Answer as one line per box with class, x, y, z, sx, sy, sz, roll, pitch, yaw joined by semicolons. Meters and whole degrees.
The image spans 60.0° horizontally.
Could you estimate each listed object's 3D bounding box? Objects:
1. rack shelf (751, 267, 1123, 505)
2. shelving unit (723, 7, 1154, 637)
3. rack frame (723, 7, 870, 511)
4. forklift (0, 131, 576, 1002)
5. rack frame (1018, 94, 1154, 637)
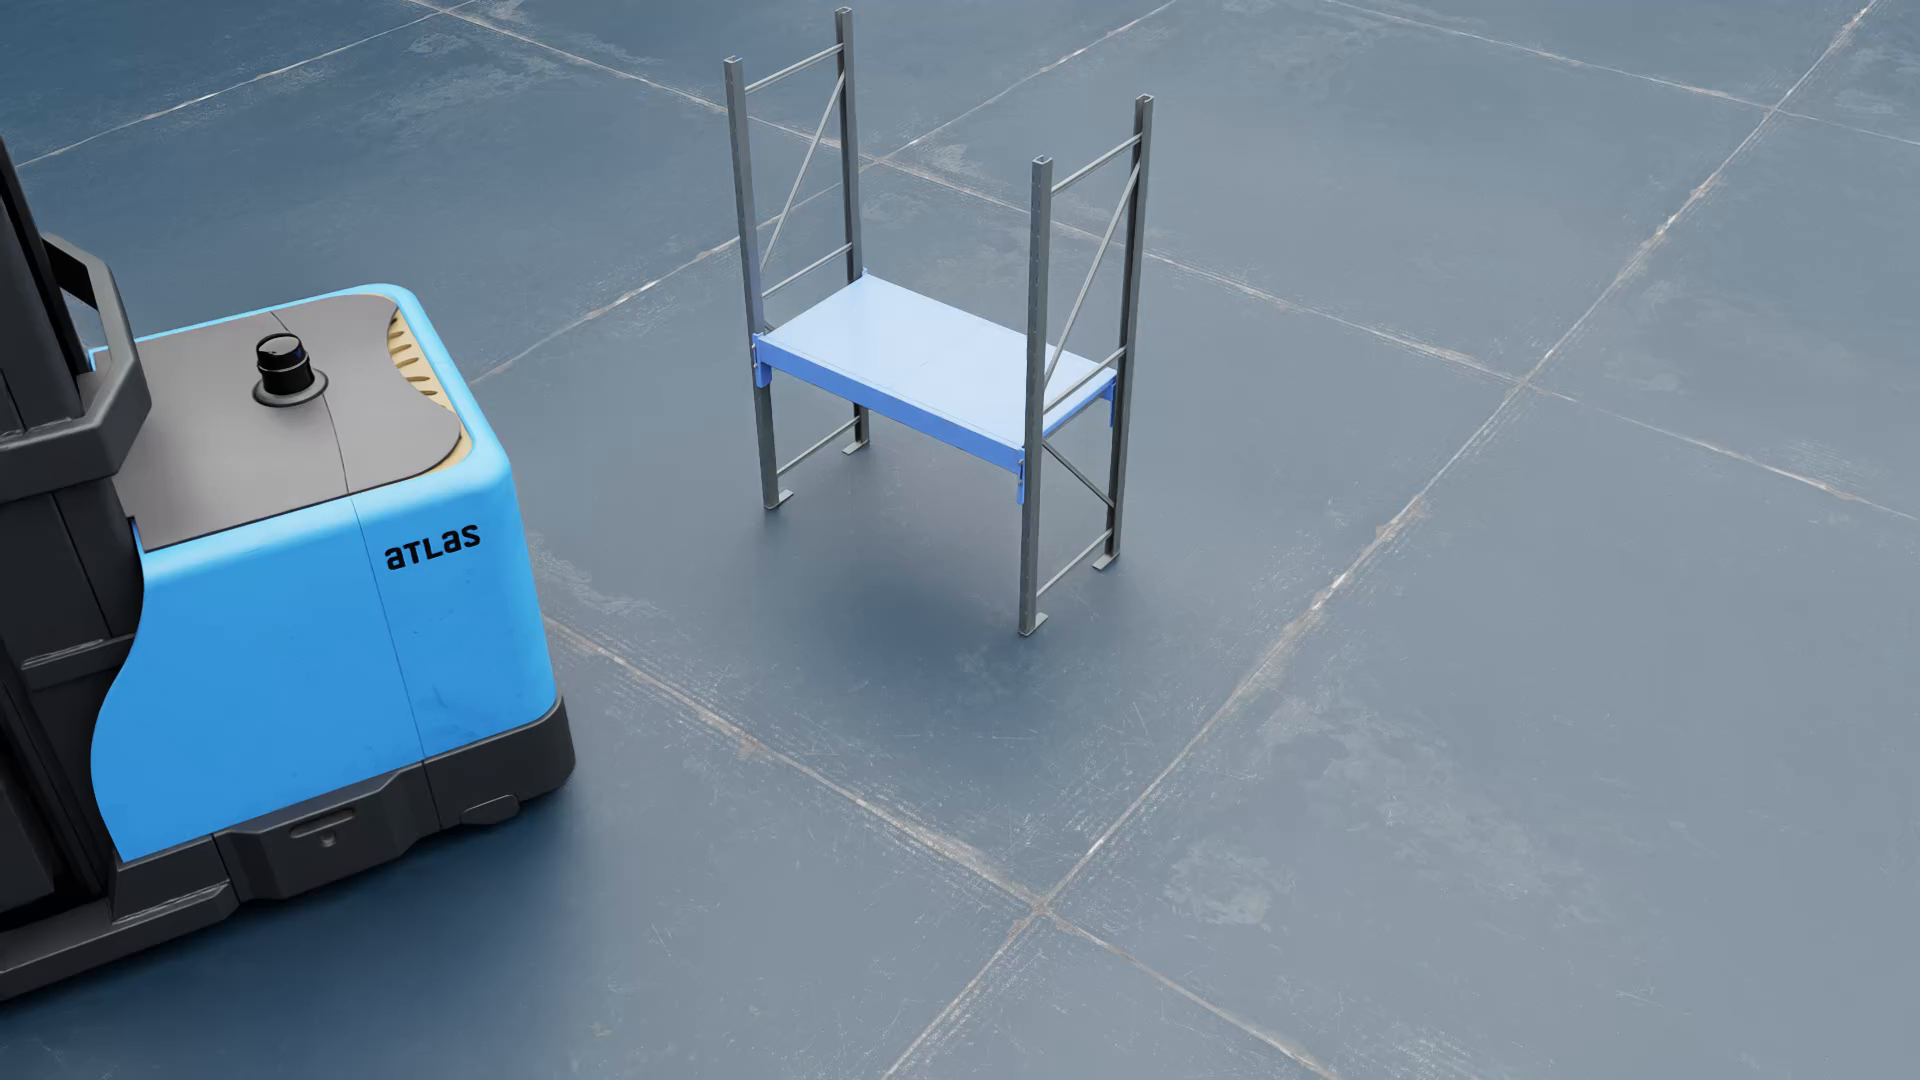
rack shelf;-0.068;-0.481;4.939;1.000;0.185;0.538;25;45;29
shelving unit;-0.068;-0.622;4.828;1.048;1.500;0.538;25;45;29
rack frame;-0.472;-0.813;5.072;0.032;1.500;0.500;25;45;29
forklift;-2.555;-0.313;3.272;3.031;2.935;1.130;-19;42;-22
rack frame;0.336;-0.432;4.585;0.032;1.500;0.500;25;45;29
